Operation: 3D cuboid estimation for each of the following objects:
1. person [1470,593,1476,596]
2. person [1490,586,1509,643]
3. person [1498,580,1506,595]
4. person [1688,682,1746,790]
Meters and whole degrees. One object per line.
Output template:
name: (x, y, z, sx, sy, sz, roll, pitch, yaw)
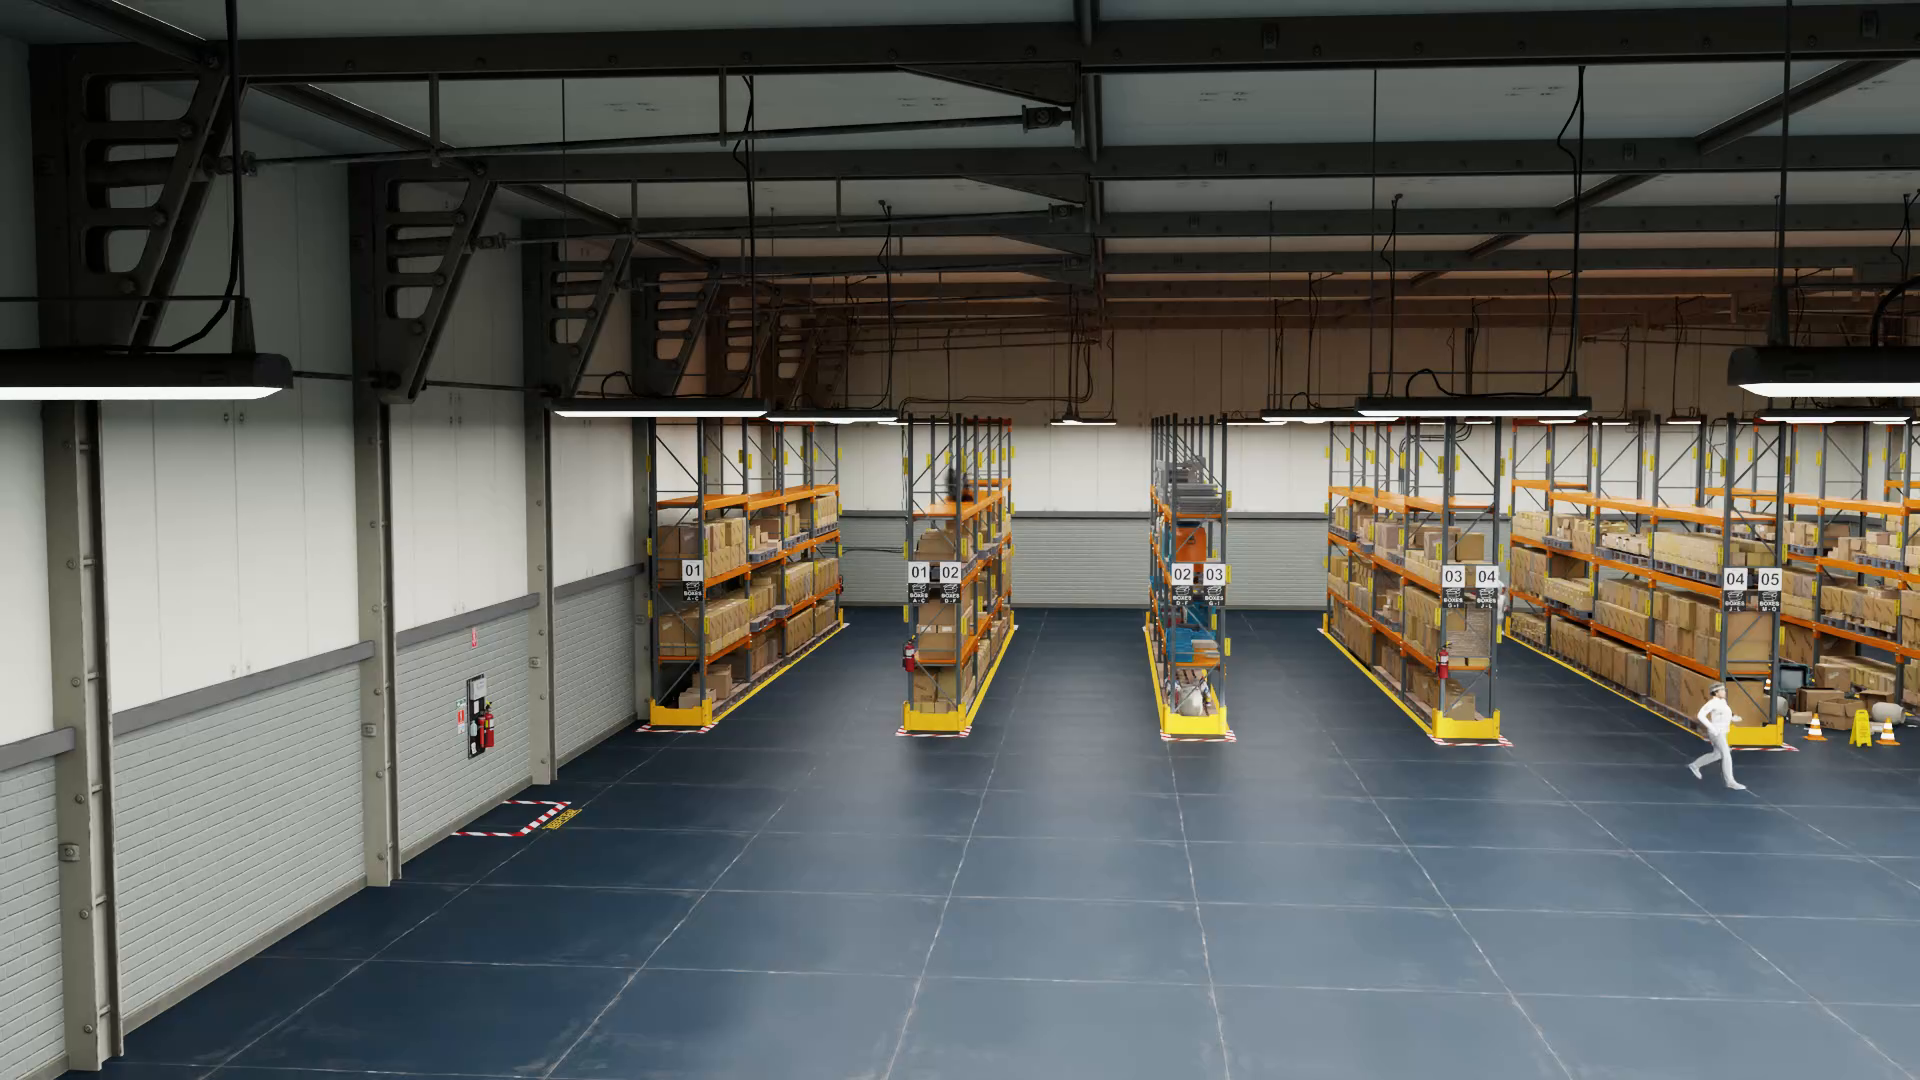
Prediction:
person: (13.917, 1.730, 45.790, 0.724, 1.569, 0.756, 1, 4, 19)
person: (13.562, 2.014, 42.101, 0.651, 1.785, 0.683, 1, 4, 10)
person: (15.134, 1.708, 47.327, 0.755, 1.746, 0.810, 0, 4, -7)
person: (12.059, 3.082, 26.479, 0.929, 1.667, 0.618, 4, 5, 44)
